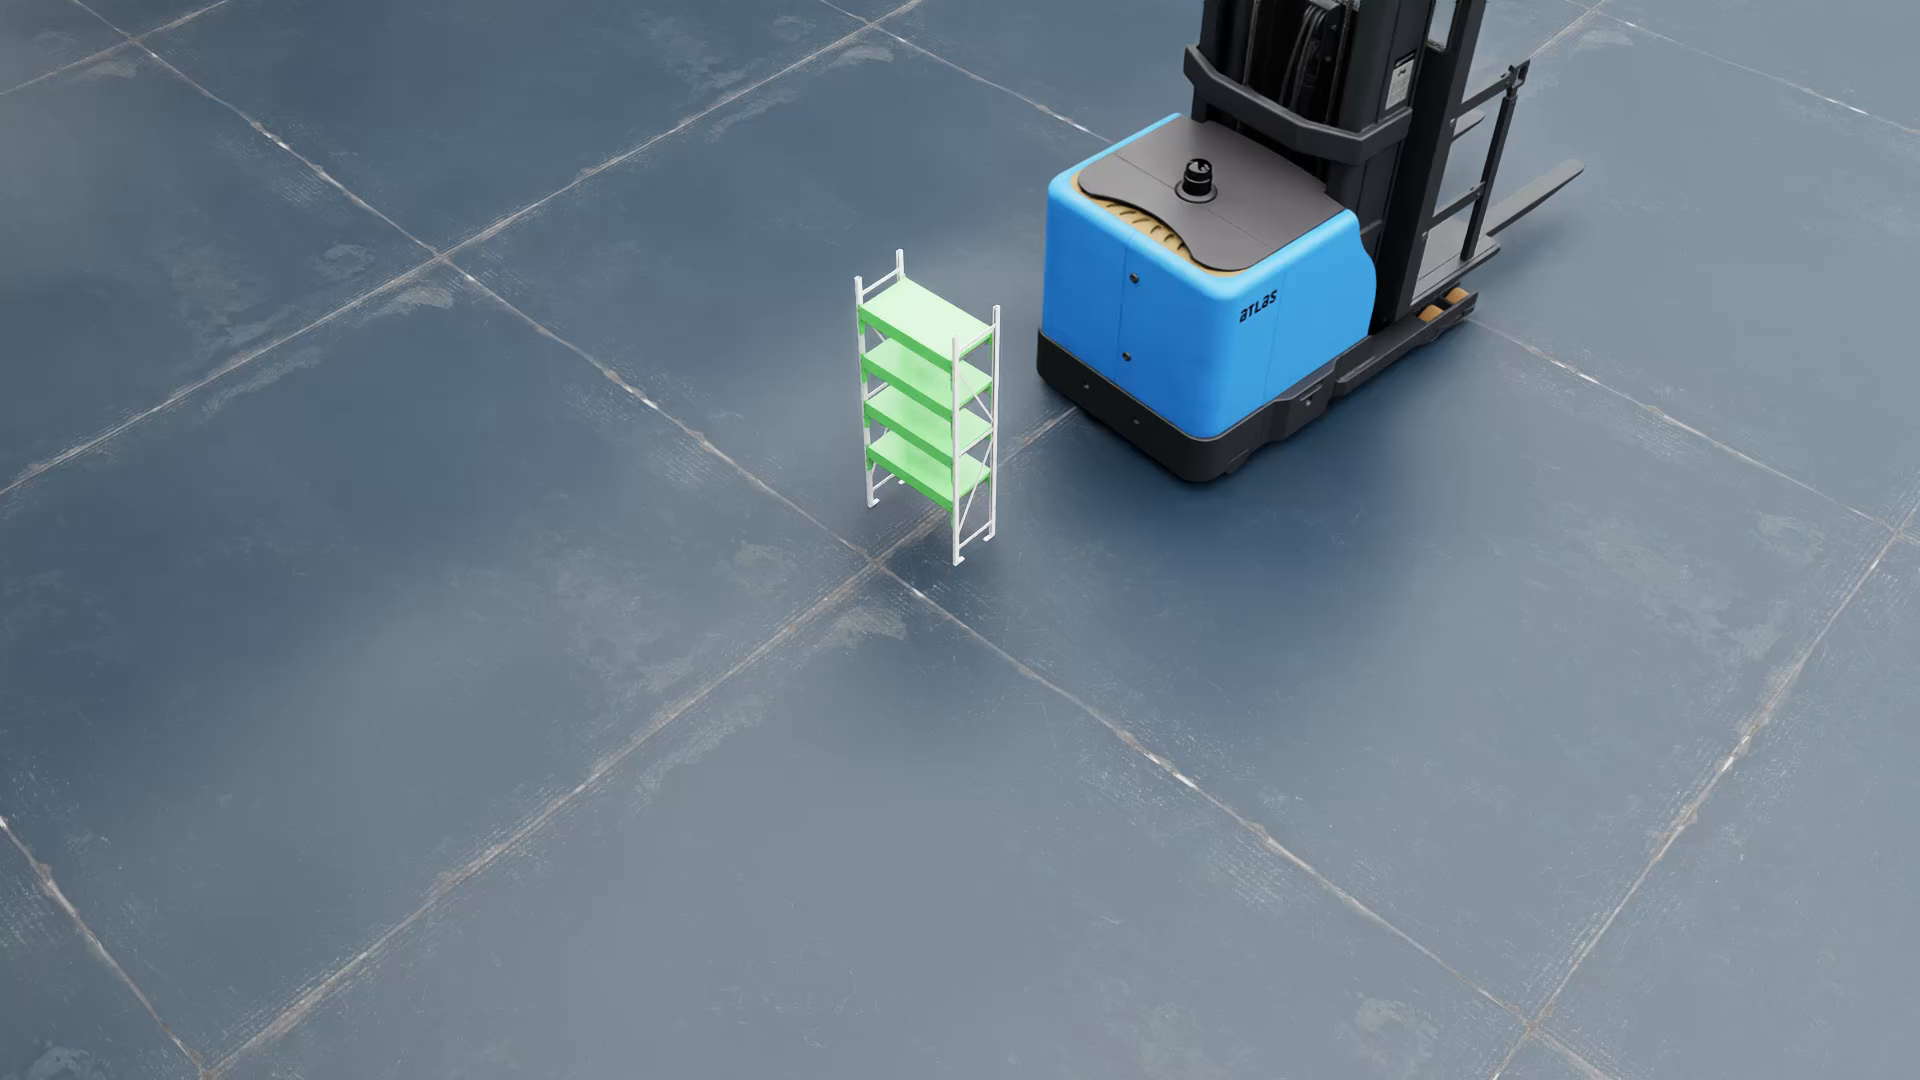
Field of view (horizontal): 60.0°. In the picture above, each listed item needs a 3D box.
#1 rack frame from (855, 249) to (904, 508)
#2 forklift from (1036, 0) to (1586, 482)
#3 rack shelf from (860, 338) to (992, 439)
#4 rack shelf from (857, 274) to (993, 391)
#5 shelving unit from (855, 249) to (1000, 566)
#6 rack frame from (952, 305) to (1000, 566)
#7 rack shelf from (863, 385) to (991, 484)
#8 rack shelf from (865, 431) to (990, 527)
[{"bbox_3d":[-0.301,-0.613,6.611,0.015,1.200,0.240,34,55,28],"label":"rack frame"},{"bbox_3d":[1.780,-2.183,6.898,3.031,2.935,1.130,-33,55,-27],"label":"forklift"},{"bbox_3d":[-0.122,-0.613,6.370,0.480,0.148,0.258,34,55,28],"label":"rack shelf"},{"bbox_3d":[-0.122,-0.777,6.195,0.480,0.148,0.258,34,55,28],"label":"rack shelf"},{"bbox_3d":[-0.122,-0.493,6.498,0.503,1.200,0.258,34,55,28],"label":"shelving unit"},{"bbox_3d":[0.058,-0.372,6.385,0.015,1.200,0.240,34,55,28],"label":"rack frame"},{"bbox_3d":[-0.122,-0.449,6.545,0.480,0.148,0.258,34,55,28],"label":"rack shelf"},{"bbox_3d":[-0.122,-0.285,6.720,0.480,0.148,0.258,34,55,28],"label":"rack shelf"}]
